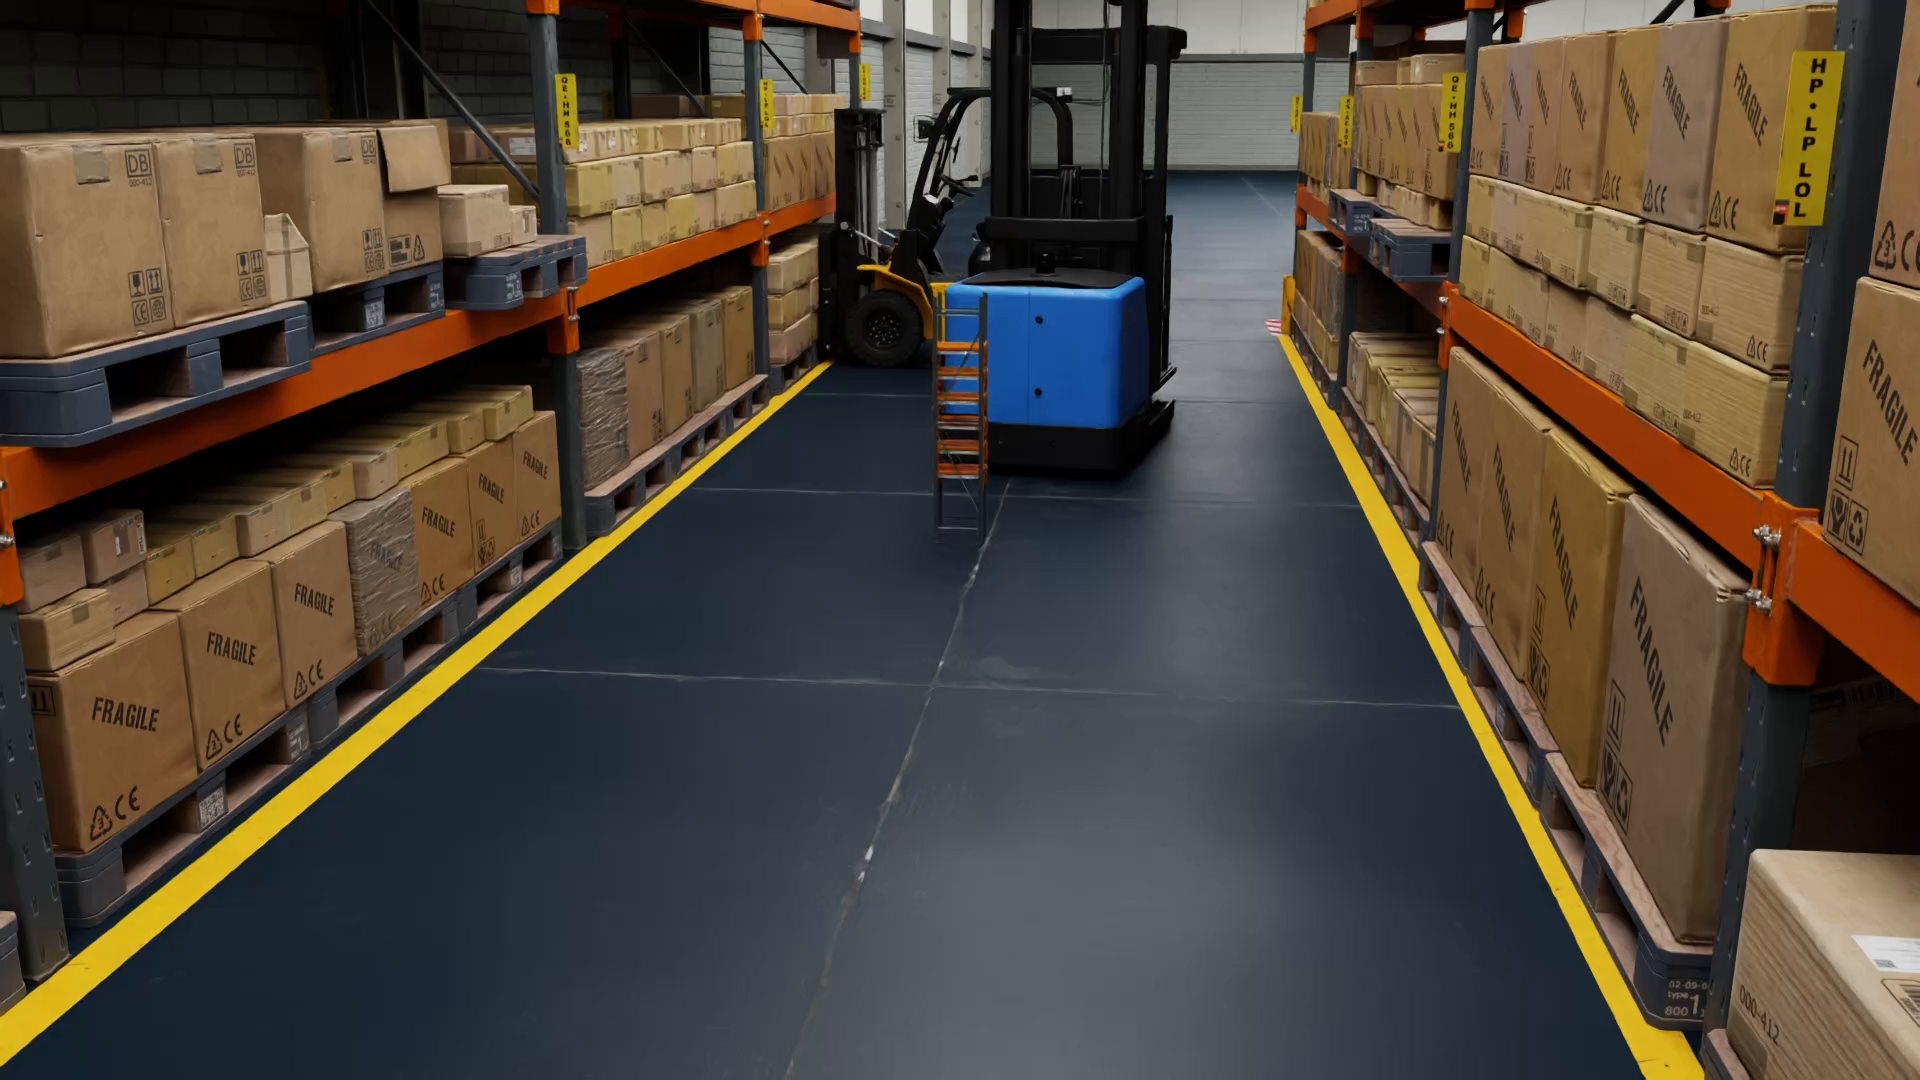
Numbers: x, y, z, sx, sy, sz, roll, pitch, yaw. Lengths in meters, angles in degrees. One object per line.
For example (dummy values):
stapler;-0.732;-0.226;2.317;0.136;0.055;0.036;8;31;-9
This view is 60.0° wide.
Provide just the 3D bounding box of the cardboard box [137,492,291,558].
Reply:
cardboard box;-2.399;-0.052;5.348;0.380;0.149;0.250;2;15;6

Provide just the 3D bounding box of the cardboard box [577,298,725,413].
cardboard box;-1.999;-1.176;10.508;0.875;0.625;0.625;2;15;6

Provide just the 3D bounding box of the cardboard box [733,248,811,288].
cardboard box;-1.422;-2.062;12.591;0.500;0.250;0.500;2;15;6

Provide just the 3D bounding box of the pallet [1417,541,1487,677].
pallet;2.461;0.275;6.740;1.003;0.211;1.213;2;15;6

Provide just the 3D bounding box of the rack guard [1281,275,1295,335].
rack guard;3.519;-2.122;15.051;1.175;0.500;0.348;2;15;6

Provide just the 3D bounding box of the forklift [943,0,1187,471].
forklift;0.792;-2.146;10.484;1.130;2.935;3.031;4;16;15

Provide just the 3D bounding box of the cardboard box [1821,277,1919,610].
cardboard box;1.861;-0.170;2.853;0.500;0.500;0.500;2;15;8

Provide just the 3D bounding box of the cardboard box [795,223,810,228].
cardboard box;-1.647;-2.732;15.068;0.500;0.250;0.500;1;15;5

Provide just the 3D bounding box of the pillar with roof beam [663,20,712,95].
pillar with roof beam;1.899;-6.108;13.513;9.100;9.000;0.400;2;15;6

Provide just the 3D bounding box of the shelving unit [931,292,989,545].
shelving unit;0.002;-0.583;8.019;0.258;1.200;0.189;2;15;6

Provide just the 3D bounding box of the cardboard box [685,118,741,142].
cardboard box;-1.674;-2.722;11.048;0.380;0.149;0.250;2;15;8

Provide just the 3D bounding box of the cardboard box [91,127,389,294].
cardboard box;-2.335;-1.089;5.446;0.700;0.500;0.500;2;15;6

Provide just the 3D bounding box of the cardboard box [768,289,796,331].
cardboard box;-1.495;-1.689;12.167;0.500;0.250;0.500;2;15;6

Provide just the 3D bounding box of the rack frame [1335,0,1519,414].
rack frame;3.076;-2.311;10.961;1.000;3.000;0.127;2;15;6

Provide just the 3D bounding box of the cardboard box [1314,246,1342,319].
cardboard box;2.989;-1.974;12.741;0.500;0.500;0.500;3;15;9

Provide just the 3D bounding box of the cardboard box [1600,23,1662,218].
cardboard box;2.102;-1.155;4.581;0.500;0.500;0.500;2;15;8

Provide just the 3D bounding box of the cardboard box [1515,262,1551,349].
cardboard box;2.214;-0.812;5.705;0.500;0.250;0.500;2;15;8

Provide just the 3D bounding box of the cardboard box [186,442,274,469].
cardboard box;-2.769;-0.265;6.135;0.380;0.149;0.250;2;15;7

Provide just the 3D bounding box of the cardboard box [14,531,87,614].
cardboard box;-2.514;0.079;4.294;0.380;0.149;0.250;1;15;5

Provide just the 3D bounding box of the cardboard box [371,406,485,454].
cardboard box;-2.185;-0.453;6.834;0.380;0.149;0.250;1;15;4

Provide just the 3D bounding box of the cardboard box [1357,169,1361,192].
cardboard box;2.700;-2.258;10.443;0.380;0.149;0.250;2;15;7

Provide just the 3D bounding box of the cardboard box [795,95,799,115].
cardboard box;-1.432;-3.304;12.629;0.380;0.149;0.250;1;15;5

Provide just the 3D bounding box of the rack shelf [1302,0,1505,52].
rack shelf;3.302;-3.930;12.581;1.077;0.370;4.000;2;15;6

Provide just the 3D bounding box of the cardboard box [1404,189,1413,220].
cardboard box;2.407;-1.650;8.194;0.380;0.149;0.250;1;15;4

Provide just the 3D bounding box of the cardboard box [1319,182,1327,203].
cardboard box;2.973;-2.679;12.803;0.380;0.149;0.250;2;15;7

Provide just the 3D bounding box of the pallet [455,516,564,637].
pallet;-2.429;0.120;7.313;1.003;0.211;1.213;2;15;6

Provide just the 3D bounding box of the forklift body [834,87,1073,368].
forklift body;0.194;-2.538;13.428;2.313;2.155;1.214;2;15;6

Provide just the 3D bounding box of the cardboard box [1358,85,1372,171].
cardboard box;2.683;-2.462;9.955;0.500;0.500;0.500;2;15;6

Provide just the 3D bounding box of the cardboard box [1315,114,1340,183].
cardboard box;3.038;-3.026;12.847;0.500;0.500;0.500;1;15;5

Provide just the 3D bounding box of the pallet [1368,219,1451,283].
pallet;2.600;-1.369;7.844;1.213;0.211;1.003;2;15;6

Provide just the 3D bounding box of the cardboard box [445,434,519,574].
cardboard box;-2.208;-0.169;7.025;0.500;0.500;0.500;1;15;5

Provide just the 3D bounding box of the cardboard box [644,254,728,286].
cardboard box;-1.993;-1.947;12.164;0.500;0.250;0.500;2;15;7

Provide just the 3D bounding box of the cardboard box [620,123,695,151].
cardboard box;-1.742;-2.319;9.557;0.380;0.149;0.250;1;15;5

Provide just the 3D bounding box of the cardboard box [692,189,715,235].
cardboard box;-1.791;-1.987;10.050;0.500;0.250;0.500;2;15;7

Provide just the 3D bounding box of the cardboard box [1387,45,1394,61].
cardboard box;3.504;-3.354;12.143;0.700;0.500;0.500;1;15;5

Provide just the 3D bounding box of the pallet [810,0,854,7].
pallet;-1.510;-4.716;14.279;1.003;0.211;1.213;2;15;6

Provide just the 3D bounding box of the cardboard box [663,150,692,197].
cardboard box;-1.847;-2.094;9.487;0.500;0.250;0.500;2;15;7

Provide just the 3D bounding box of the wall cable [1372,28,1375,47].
wall cable;12.084;-16.099;43.945;2.305;6.003;0.169;2;15;6

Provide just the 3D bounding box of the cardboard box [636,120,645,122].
cardboard box;-2.220;-2.600;10.595;0.380;0.149;0.250;2;15;6

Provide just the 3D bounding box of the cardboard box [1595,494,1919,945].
cardboard box;2.164;0.424;4.113;0.875;0.875;0.875;2;15;8

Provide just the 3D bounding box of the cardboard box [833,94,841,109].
cardboard box;-1.235;-3.766;14.337;0.380;0.149;0.250;2;15;8

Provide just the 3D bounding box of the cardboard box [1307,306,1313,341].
cardboard box;3.048;-1.748;13.344;0.500;0.250;0.500;3;15;10

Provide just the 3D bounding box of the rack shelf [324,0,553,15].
rack shelf;-2.533;-2.000;5.445;1.077;0.370;4.000;2;15;6

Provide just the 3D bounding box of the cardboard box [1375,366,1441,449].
cardboard box;2.865;-0.742;9.388;0.950;0.372;0.625;2;15;8

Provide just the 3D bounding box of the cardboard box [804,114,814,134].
cardboard box;-1.364;-3.293;13.158;0.380;0.149;0.250;1;15;5

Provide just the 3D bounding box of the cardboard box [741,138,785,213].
cardboard box;-1.547;-2.612;11.882;0.500;0.500;0.500;1;15;5

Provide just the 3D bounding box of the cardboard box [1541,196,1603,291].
cardboard box;2.124;-0.924;5.162;0.500;0.250;0.500;2;15;7

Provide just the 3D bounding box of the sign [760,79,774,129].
sign;-1.316;-2.963;11.307;0.100;0.325;0.005;2;15;6

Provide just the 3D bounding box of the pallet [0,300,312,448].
pallet;-2.560;-0.492;4.604;1.003;0.211;1.213;2;15;6

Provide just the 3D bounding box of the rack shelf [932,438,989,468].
rack shelf;0.002;-0.424;8.062;0.258;0.103;0.180;2;15;6

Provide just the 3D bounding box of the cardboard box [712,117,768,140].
cardboard box;-1.559;-2.892;11.677;0.380;0.149;0.250;1;15;5

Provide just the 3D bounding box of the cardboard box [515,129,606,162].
cardboard box;-1.950;-1.923;8.093;0.380;0.149;0.250;2;15;7
